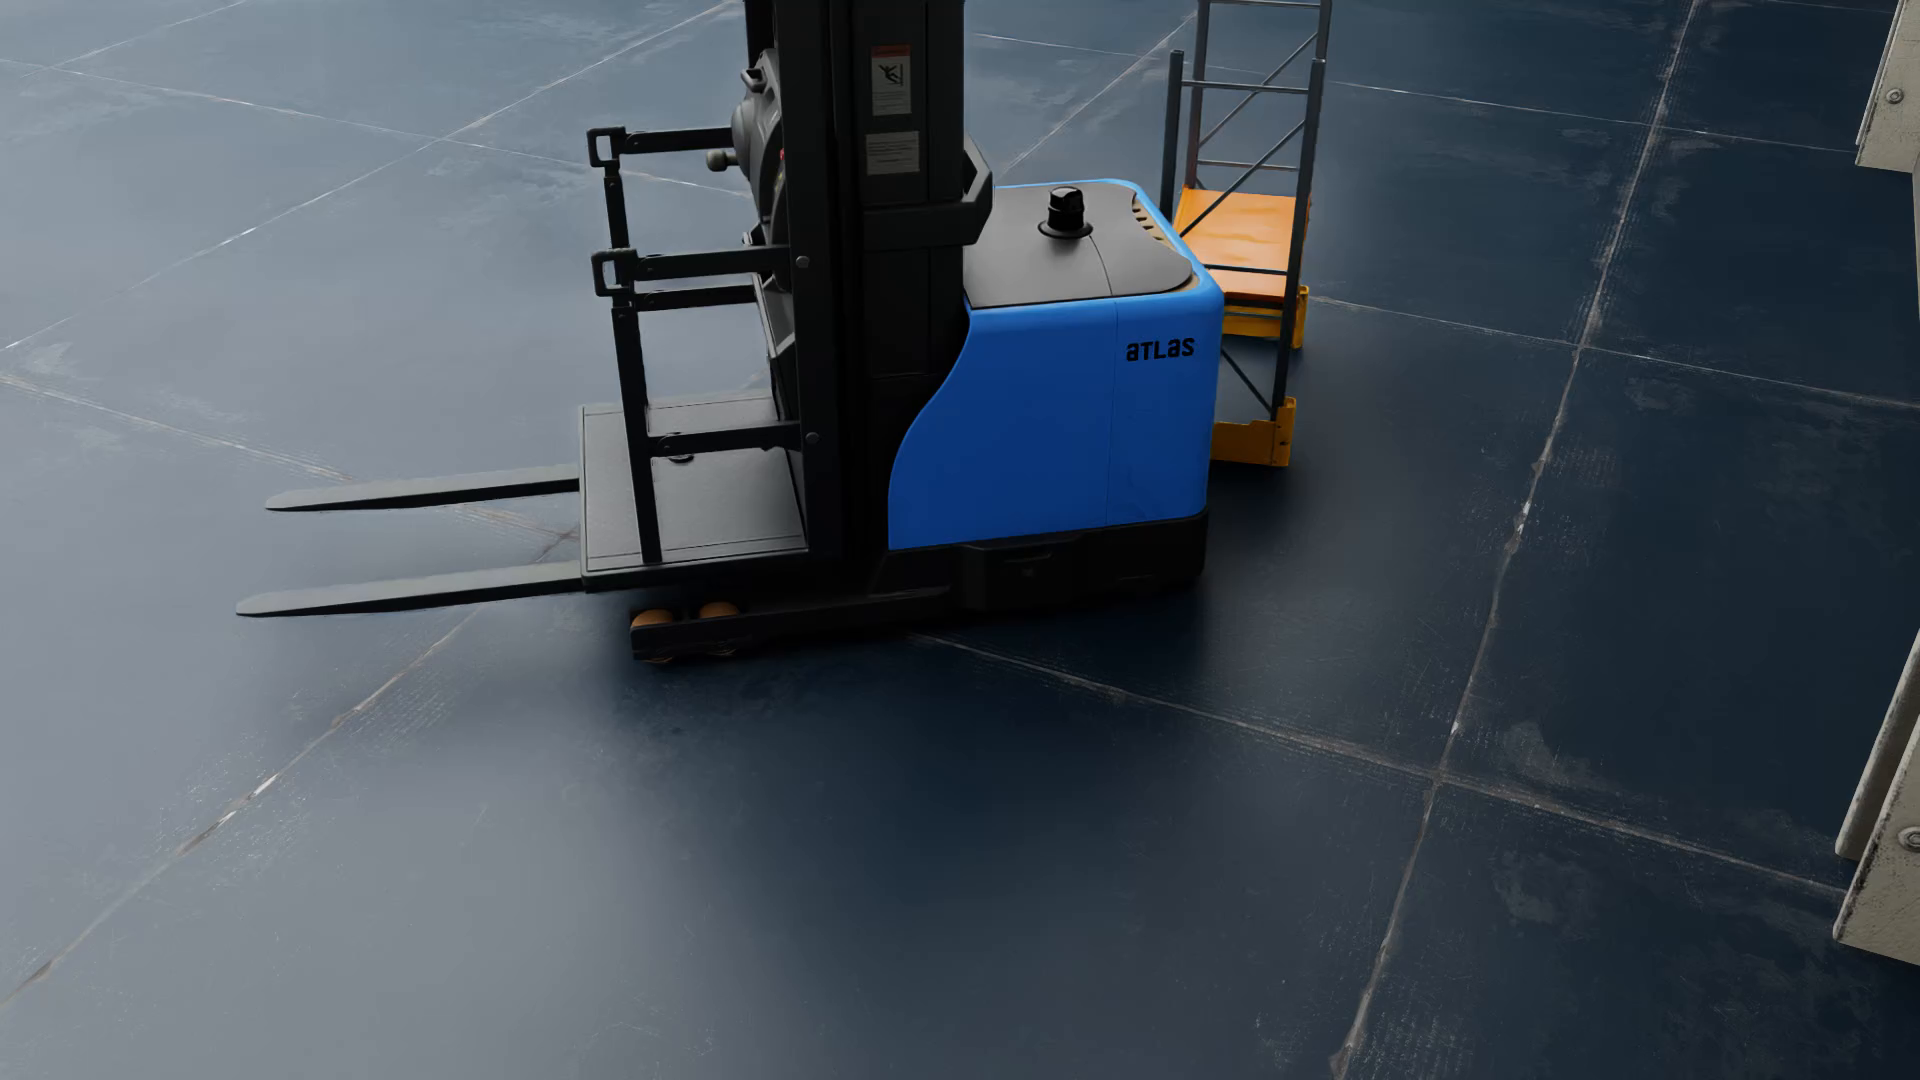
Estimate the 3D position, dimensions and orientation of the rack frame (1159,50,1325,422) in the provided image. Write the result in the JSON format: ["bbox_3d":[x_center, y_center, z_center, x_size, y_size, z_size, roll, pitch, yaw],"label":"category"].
[{"bbox_3d":[0.937,-0.951,5.832,0.500,1.500,0.032,7,34,10],"label":"rack frame"}]

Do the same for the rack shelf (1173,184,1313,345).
[{"bbox_3d":[1.047,-1.073,6.346,0.538,0.185,1.000,7,34,10],"label":"rack shelf"}]

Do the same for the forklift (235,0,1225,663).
[{"bbox_3d":[-0.763,-1.159,4.845,3.031,2.935,1.130,-6,34,-9],"label":"forklift"}]

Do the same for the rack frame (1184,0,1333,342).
[{"bbox_3d":[1.157,-1.495,6.663,0.500,1.500,0.032,7,34,10],"label":"rack frame"}]

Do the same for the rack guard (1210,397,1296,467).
[{"bbox_3d":[0.937,-0.429,6.176,0.587,0.250,0.087,7,34,10],"label":"rack guard"}]

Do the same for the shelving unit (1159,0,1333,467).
[{"bbox_3d":[1.045,-1.218,6.240,0.587,1.500,1.083,7,34,10],"label":"shelving unit"}]

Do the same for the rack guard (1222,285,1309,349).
[{"bbox_3d":[1.153,-0.962,6.989,0.587,0.250,0.087,7,34,10],"label":"rack guard"}]
